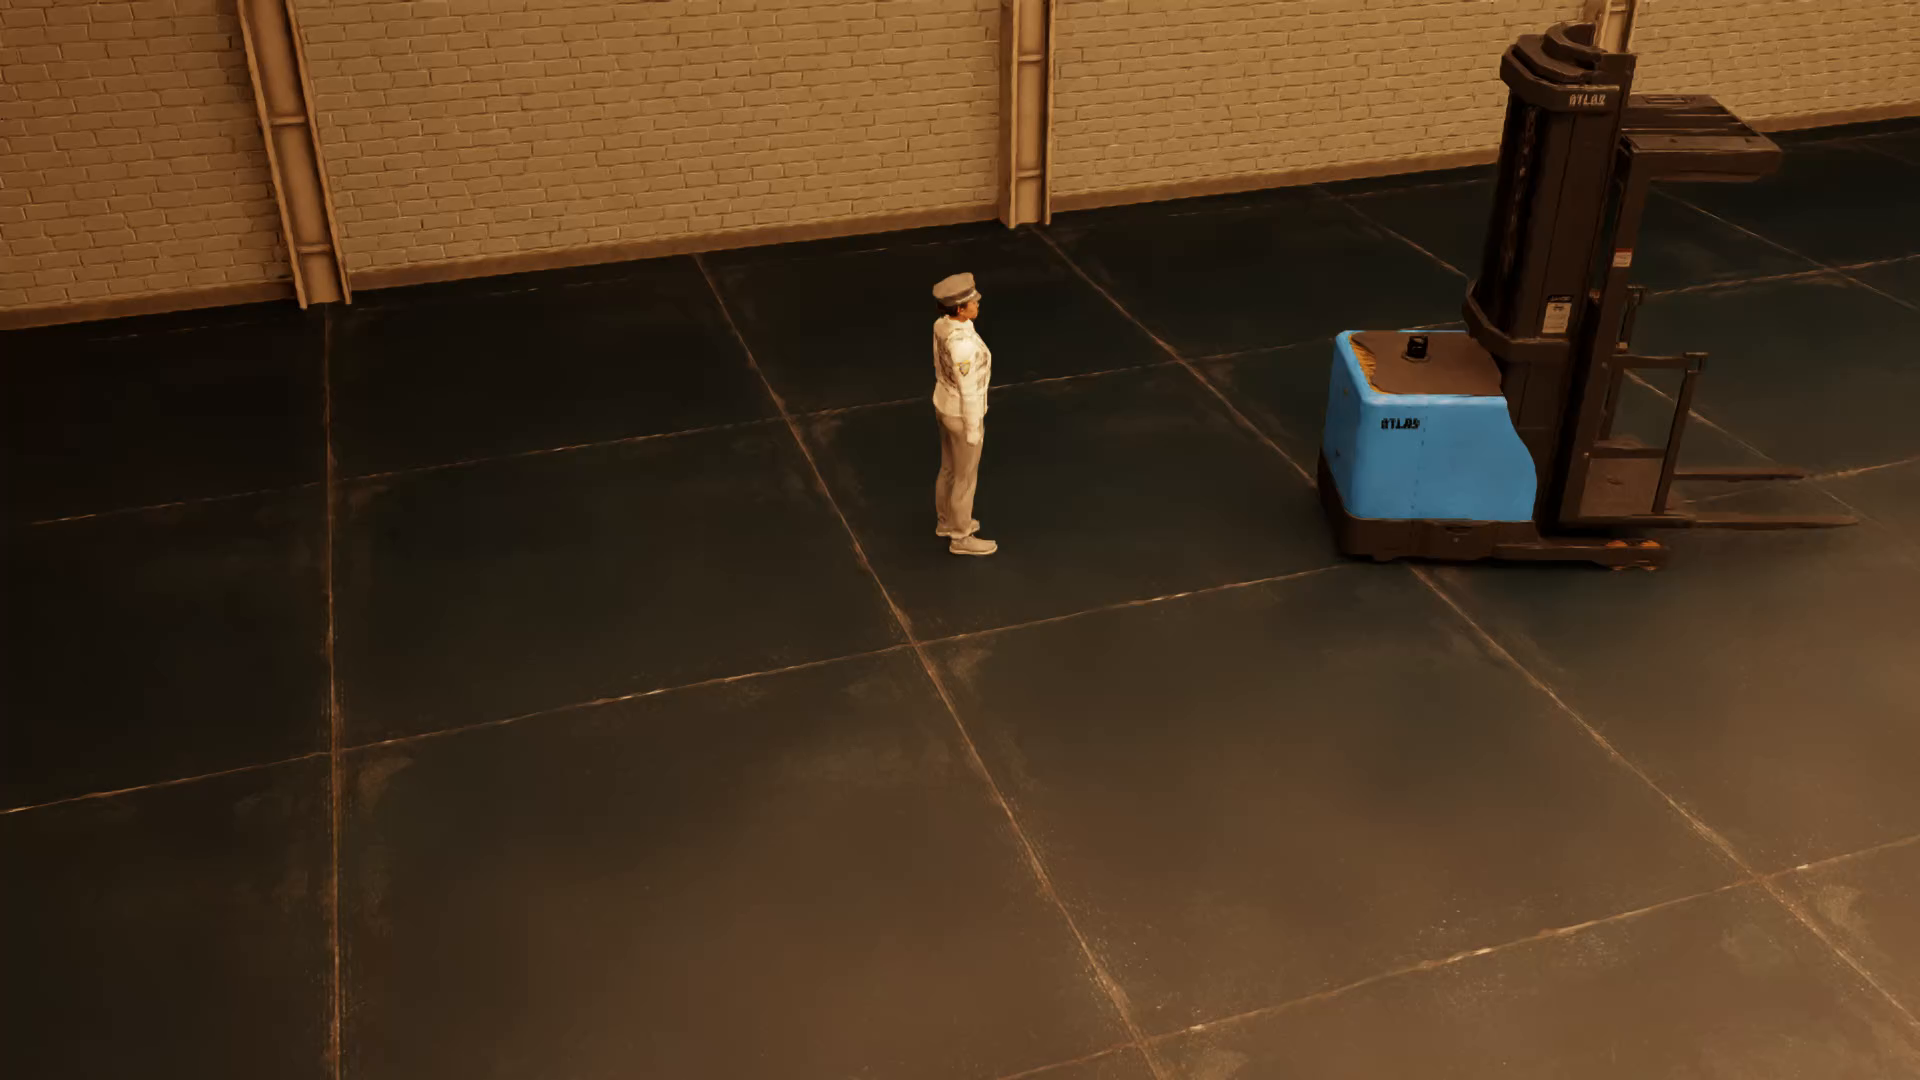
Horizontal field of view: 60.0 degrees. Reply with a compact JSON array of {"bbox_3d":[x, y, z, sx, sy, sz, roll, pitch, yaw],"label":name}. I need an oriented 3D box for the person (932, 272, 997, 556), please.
[{"bbox_3d":[0.014,-0.734,9.611,0.337,1.692,0.463,-10,31,-16],"label":"person"}]

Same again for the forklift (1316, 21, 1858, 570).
[{"bbox_3d":[3.764,-1.364,9.457,3.031,2.935,1.130,1,30,1],"label":"forklift"}]
